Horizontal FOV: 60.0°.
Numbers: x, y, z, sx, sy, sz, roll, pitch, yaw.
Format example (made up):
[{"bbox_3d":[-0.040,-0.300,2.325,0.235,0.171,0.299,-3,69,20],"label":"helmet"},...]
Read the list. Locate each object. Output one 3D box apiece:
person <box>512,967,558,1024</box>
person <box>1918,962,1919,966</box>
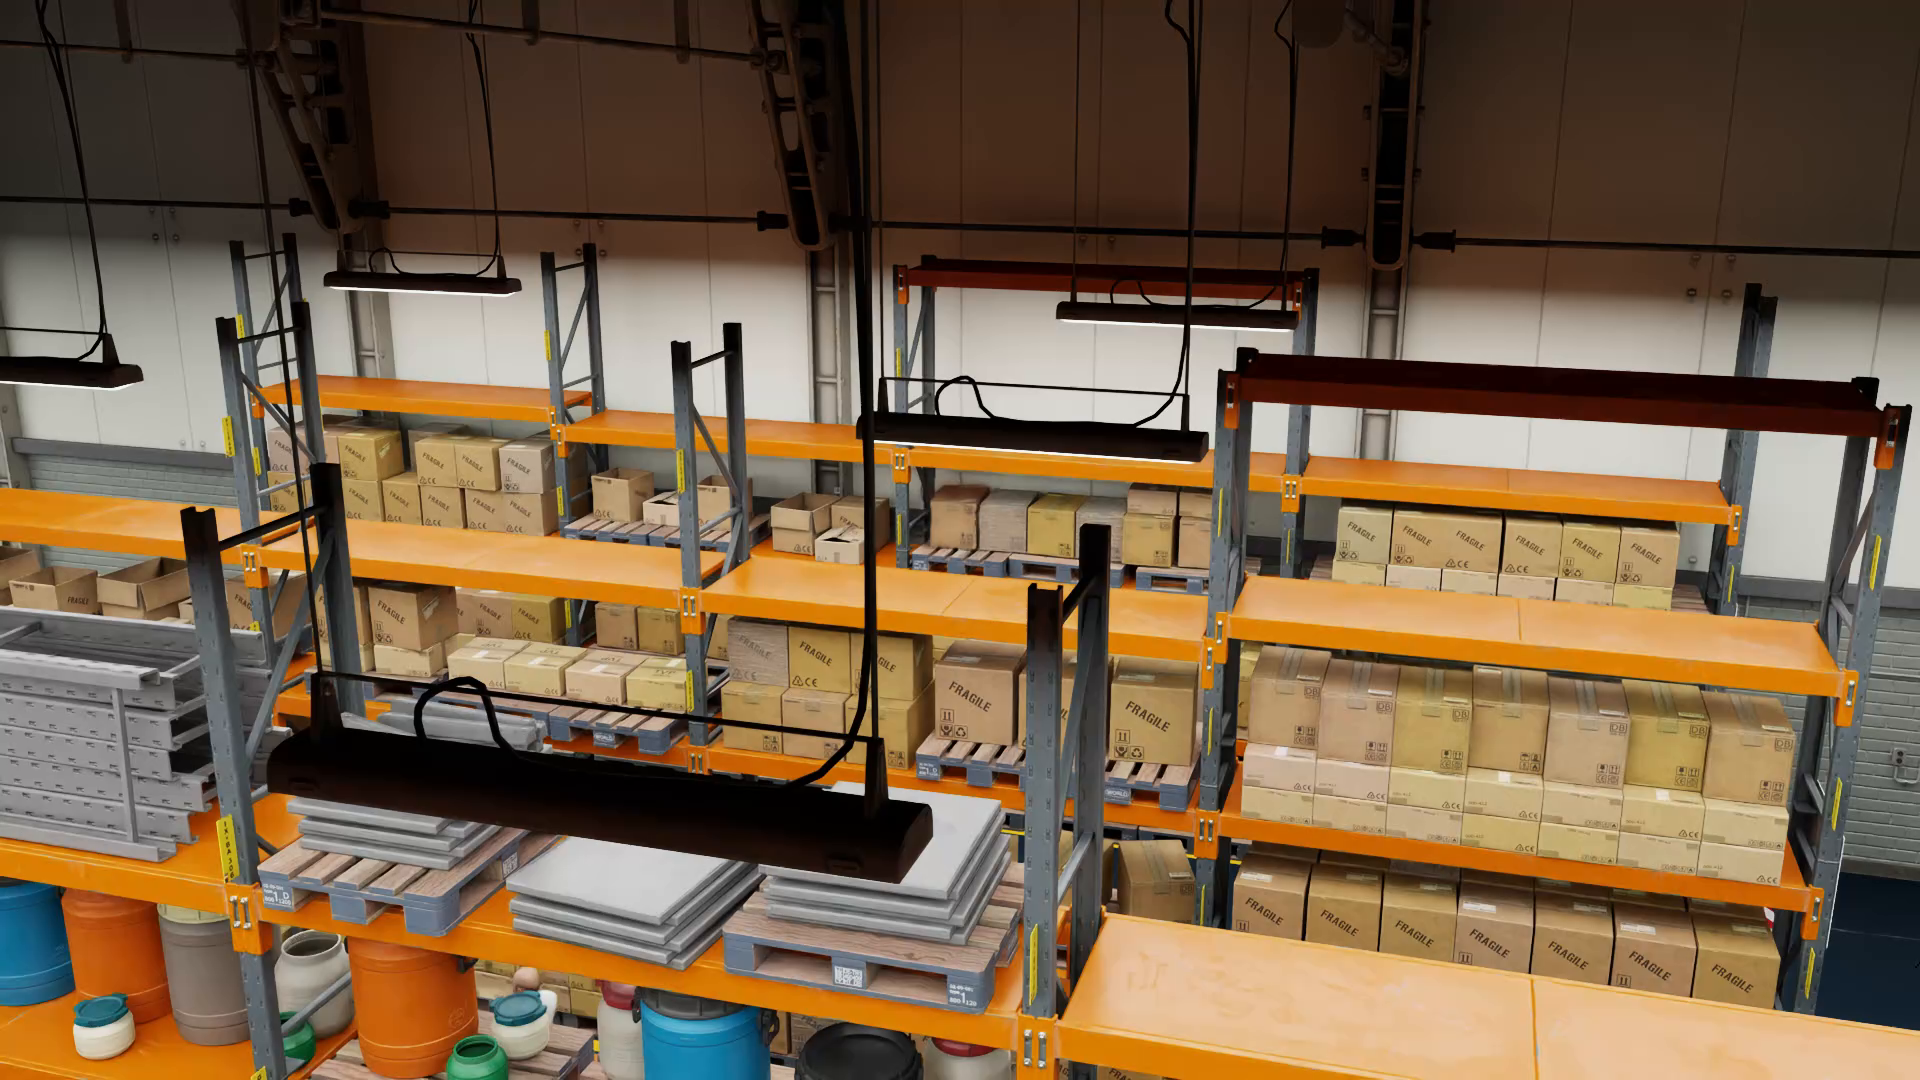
[{"bbox_3d":[-3.211,3.870,12.139,1.119,1.727,0.598,6,17,20],"label":"person"},{"bbox_3d":[9.227,3.149,14.757,1.045,1.678,0.558,1,16,2],"label":"person"}]
